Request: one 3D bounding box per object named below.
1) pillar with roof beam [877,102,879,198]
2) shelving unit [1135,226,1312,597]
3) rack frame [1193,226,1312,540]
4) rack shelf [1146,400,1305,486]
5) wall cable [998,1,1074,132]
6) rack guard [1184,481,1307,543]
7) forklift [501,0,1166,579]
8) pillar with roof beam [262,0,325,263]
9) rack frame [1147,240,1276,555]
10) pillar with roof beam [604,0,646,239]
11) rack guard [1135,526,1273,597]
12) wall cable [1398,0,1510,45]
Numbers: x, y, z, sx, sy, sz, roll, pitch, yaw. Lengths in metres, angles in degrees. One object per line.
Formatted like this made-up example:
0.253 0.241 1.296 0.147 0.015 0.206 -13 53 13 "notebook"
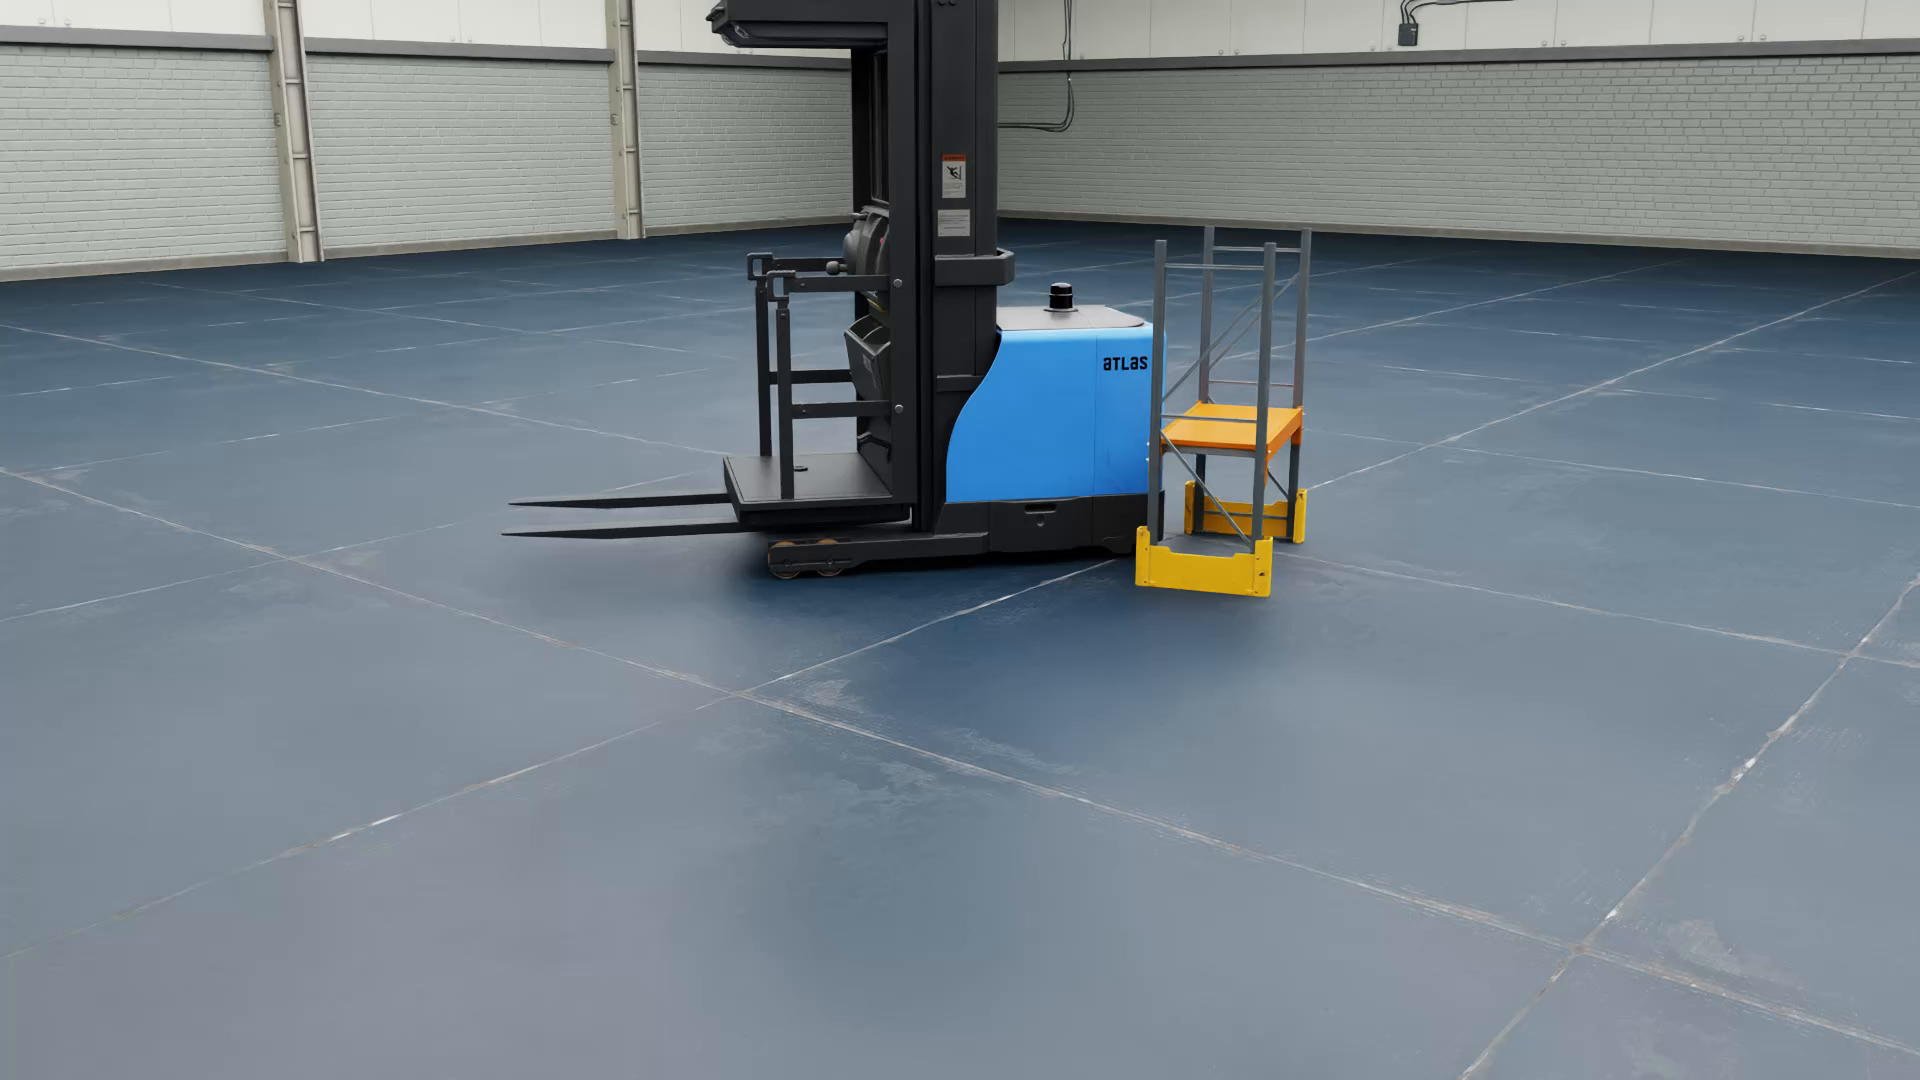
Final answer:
1.500 -9.998 29.204 9.100 9.000 0.400 11 18 38 "pillar with roof beam"
1.228 -0.629 7.552 0.587 1.500 1.083 5 15 19 "shelving unit"
1.403 -0.749 8.024 0.500 1.500 0.032 5 15 19 "rack frame"
1.231 -0.457 7.604 0.538 0.185 1.000 5 15 19 "rack shelf"
1.032 -9.519 33.624 3.097 2.526 0.112 11 18 38 "wall cable"
1.396 -0.139 8.160 0.587 0.250 0.087 5 15 19 "rack guard"
-0.610 -1.389 7.637 3.031 2.935 1.130 -3 15 -12 "forklift"
-6.042 -7.700 20.158 9.100 9.000 0.400 11 18 38 "pillar with roof beam"
1.060 -0.513 7.096 0.500 1.500 0.032 5 15 19 "rack frame"
-2.271 -8.849 24.681 9.100 9.000 0.400 11 18 38 "pillar with roof beam"
1.060 0.092 7.251 0.587 0.250 0.087 5 15 19 "rack guard"
8.406 -11.200 27.028 2.305 6.003 0.169 11 18 38 "wall cable"
